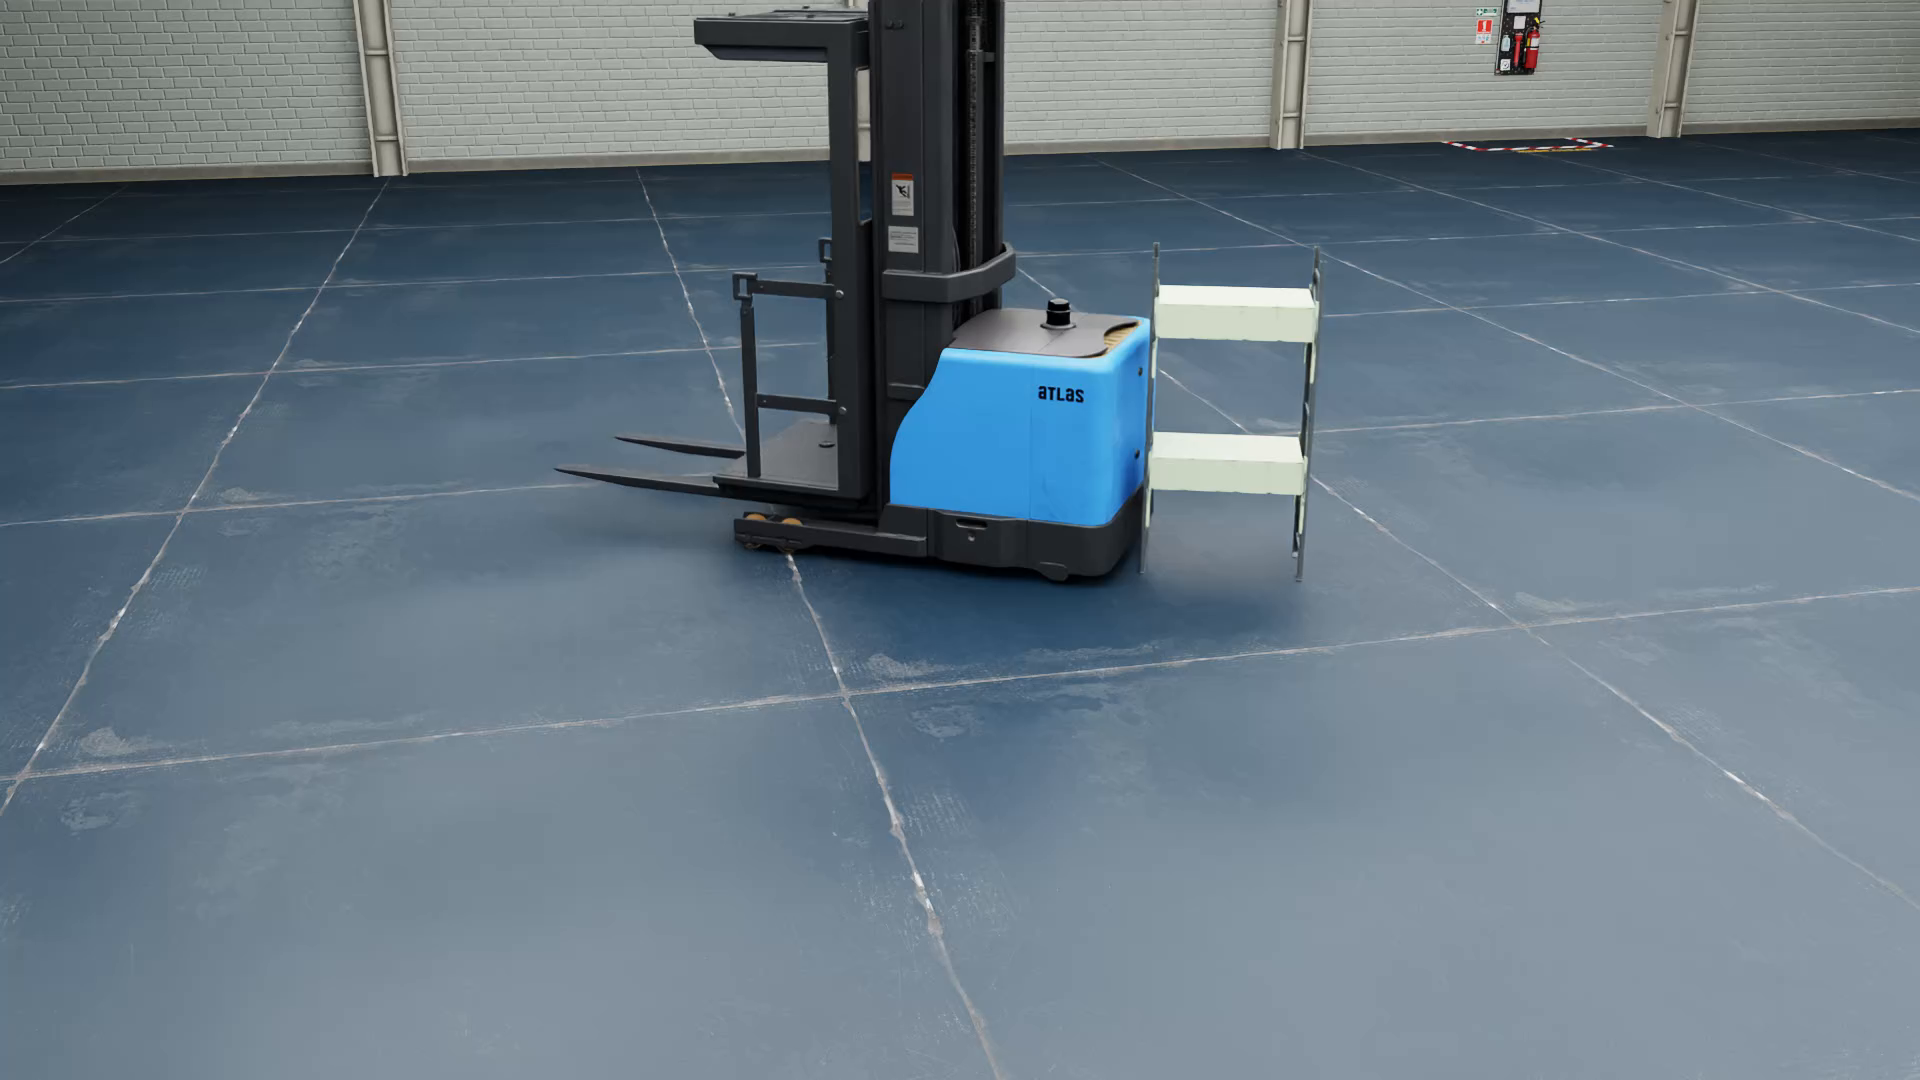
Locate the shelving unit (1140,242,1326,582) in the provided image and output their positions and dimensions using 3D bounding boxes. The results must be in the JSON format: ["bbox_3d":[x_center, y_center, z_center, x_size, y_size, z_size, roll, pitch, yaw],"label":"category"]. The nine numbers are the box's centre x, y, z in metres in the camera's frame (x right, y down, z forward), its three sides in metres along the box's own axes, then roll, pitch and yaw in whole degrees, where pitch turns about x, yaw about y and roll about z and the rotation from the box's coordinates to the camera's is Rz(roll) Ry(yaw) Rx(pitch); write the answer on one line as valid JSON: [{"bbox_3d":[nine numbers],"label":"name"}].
[{"bbox_3d":[1.252,-0.594,7.756,0.755,1.500,0.431,3,20,7],"label":"shelving unit"}]

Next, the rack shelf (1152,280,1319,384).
[{"bbox_3d":[1.252,-0.961,7.622,0.720,0.370,0.431,3,20,7],"label":"rack shelf"}]

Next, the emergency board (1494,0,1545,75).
[{"bbox_3d":[8.003,-7.212,23.642,0.643,1.169,0.194,-5,21,-12],"label":"emergency board"}]

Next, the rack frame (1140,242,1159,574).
[{"bbox_3d":[0.889,-0.610,7.800,0.023,1.500,0.400,3,20,7],"label":"rack frame"}]

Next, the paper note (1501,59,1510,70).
[{"bbox_3d":[7.815,-6.808,23.818,0.142,0.148,0.016,-5,21,-12],"label":"paper note"}]

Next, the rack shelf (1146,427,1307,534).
[{"bbox_3d":[1.252,-0.288,7.868,0.720,0.370,0.431,3,20,7],"label":"rack shelf"}]

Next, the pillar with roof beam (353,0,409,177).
[{"bbox_3d":[-6.110,-7.346,15.286,0.400,9.000,9.100,-5,21,-12],"label":"pillar with roof beam"}]

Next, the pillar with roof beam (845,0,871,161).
[{"bbox_3d":[-0.271,-7.821,16.583,0.400,9.000,9.100,-5,21,-12],"label":"pillar with roof beam"}]

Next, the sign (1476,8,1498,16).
[{"bbox_3d":[7.448,-7.466,23.512,0.331,0.109,0.001,-5,21,-12],"label":"sign"}]

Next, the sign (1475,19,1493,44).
[{"bbox_3d":[7.441,-7.220,23.611,0.234,0.329,0.001,-5,21,-12],"label":"sign"}]

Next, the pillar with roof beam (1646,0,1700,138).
[{"bbox_3d":[11.407,-8.771,19.175,0.400,9.000,9.100,-5,21,-12],"label":"pillar with roof beam"}]

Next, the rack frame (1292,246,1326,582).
[{"bbox_3d":[1.615,-0.578,7.712,0.023,1.500,0.400,3,20,7],"label":"rack frame"}]

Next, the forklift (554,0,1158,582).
[{"bbox_3d":[-0.588,-1.476,8.082,3.031,2.935,1.130,7,21,18],"label":"forklift"}]

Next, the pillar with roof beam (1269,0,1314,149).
[{"bbox_3d":[5.568,-8.296,17.879,0.400,9.000,9.100,-5,21,-12],"label":"pillar with roof beam"}]
